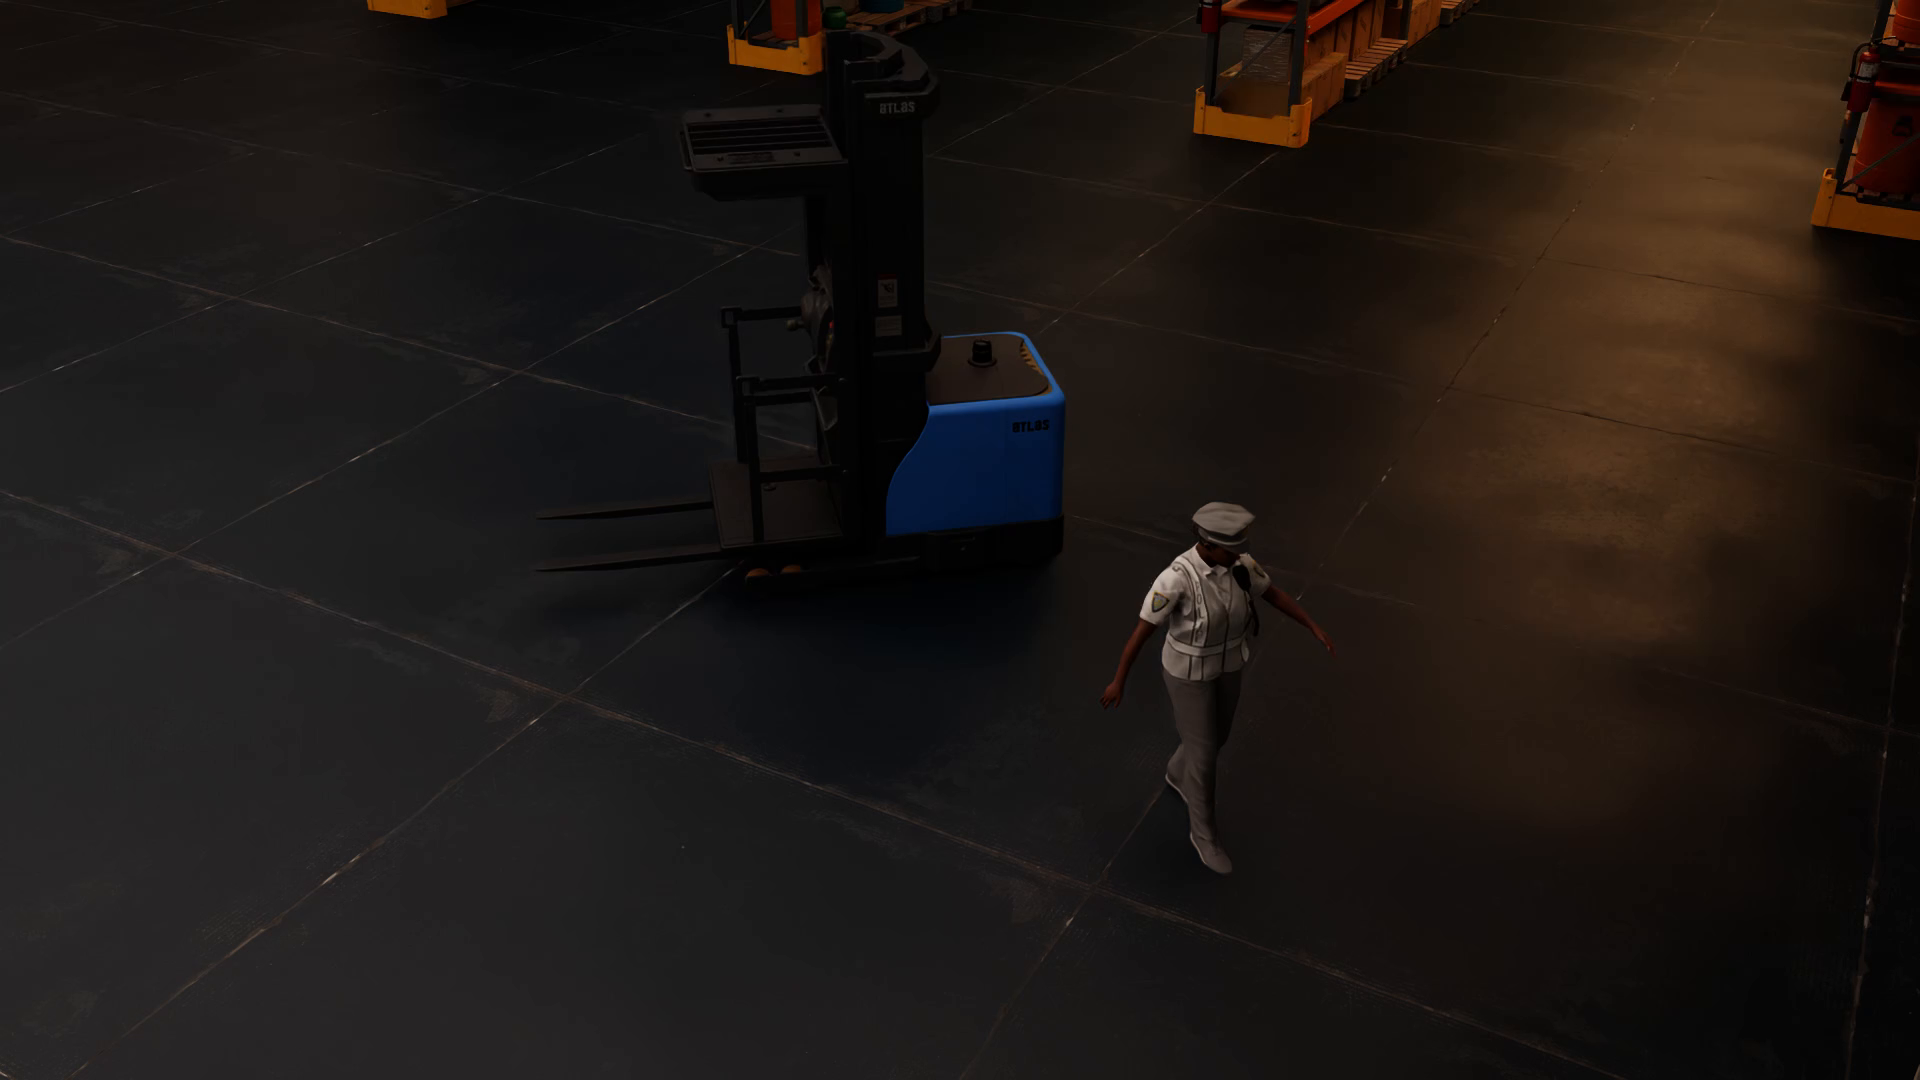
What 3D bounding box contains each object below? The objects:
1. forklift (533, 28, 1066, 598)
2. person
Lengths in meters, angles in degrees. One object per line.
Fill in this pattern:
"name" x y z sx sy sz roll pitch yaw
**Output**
"forklift" -0.965 -1.228 9.198 3.031 2.935 1.130 -6 31 -10
"person" 1.098 0.633 7.307 0.912 1.658 0.683 -17 34 -27
